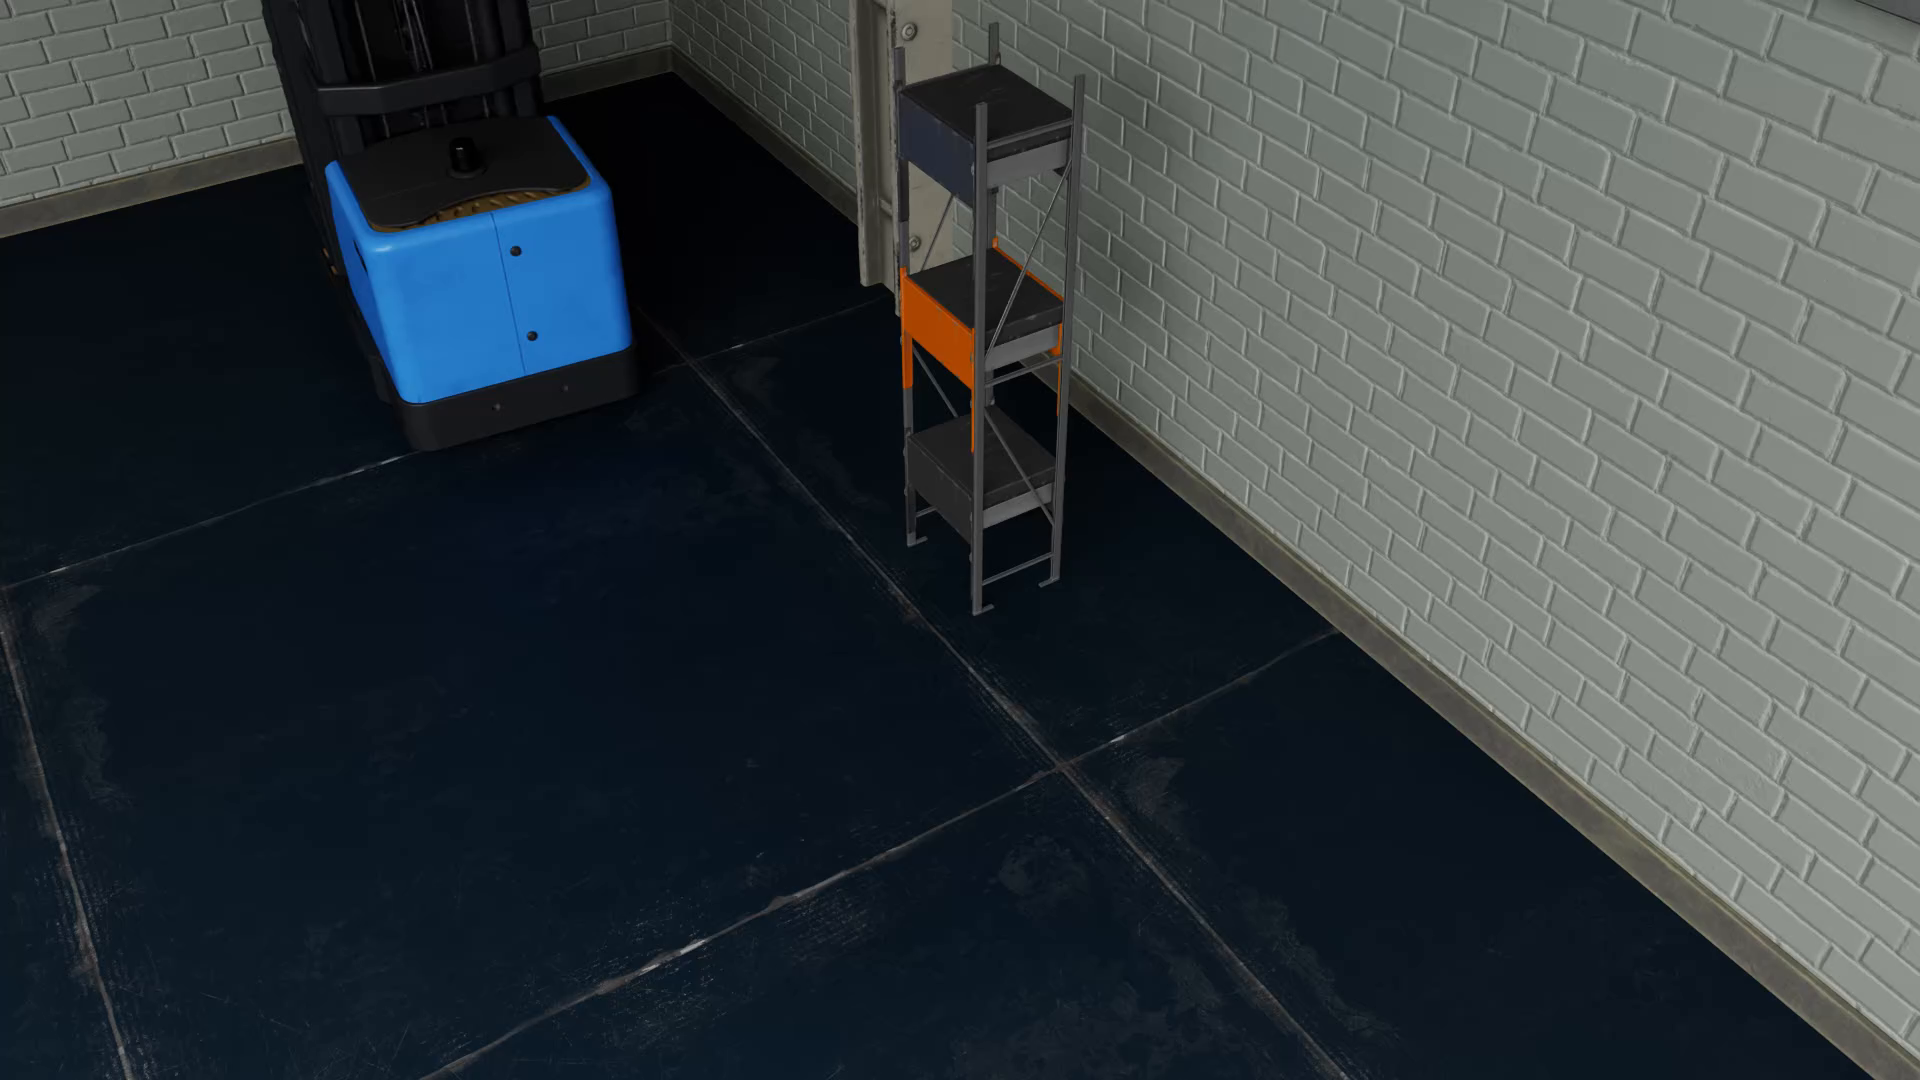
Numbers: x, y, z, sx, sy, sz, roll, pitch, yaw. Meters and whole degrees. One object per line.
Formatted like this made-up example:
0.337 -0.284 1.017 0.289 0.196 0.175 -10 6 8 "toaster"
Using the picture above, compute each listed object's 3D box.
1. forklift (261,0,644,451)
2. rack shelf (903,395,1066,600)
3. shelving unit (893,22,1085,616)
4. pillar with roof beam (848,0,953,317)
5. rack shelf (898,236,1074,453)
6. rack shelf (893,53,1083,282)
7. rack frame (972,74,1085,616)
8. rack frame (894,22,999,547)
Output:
-2.547 -2.439 7.387 1.130 2.935 3.031 -18 43 -21 "forklift"
0.089 -0.169 6.427 0.431 0.518 0.480 -22 45 -24 "rack shelf"
0.089 -0.717 5.971 0.431 2.100 0.503 -22 45 -24 "shelving unit"
-3.894 -3.209 3.572 9.100 9.000 0.400 -22 45 -24 "pillar with roof beam"
0.089 -0.707 5.979 0.431 0.518 0.480 -22 45 -24 "rack shelf"
0.089 -1.245 5.531 0.431 0.518 0.480 -22 45 -24 "rack shelf"
0.220 -0.586 5.813 0.400 2.100 0.015 -22 45 -24 "rack frame"
-0.042 -0.849 6.129 0.400 2.100 0.015 -22 45 -24 "rack frame"
